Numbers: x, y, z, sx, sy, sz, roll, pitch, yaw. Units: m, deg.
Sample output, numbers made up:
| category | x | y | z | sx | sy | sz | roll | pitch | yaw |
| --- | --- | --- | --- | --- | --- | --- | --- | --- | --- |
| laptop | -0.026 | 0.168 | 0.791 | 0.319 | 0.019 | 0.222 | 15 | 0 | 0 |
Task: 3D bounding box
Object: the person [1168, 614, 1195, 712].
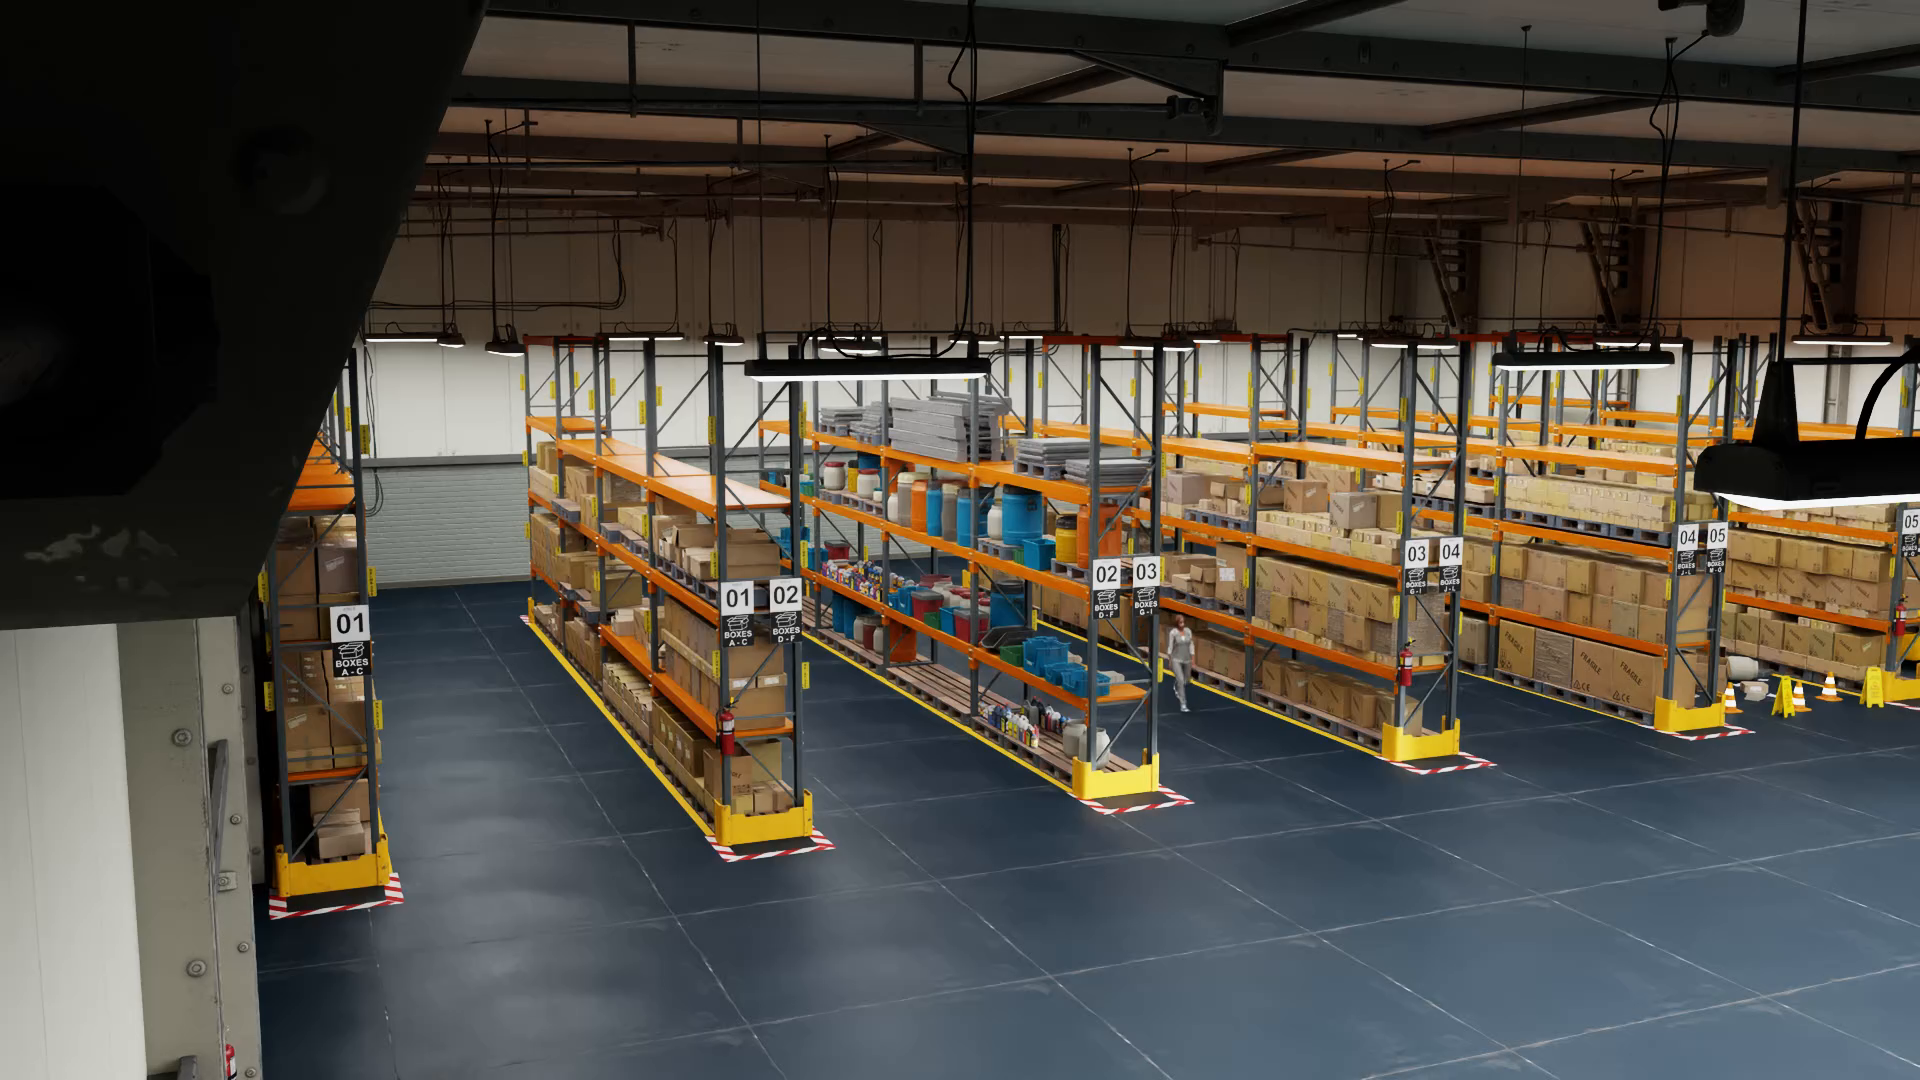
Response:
| category | x | y | z | sx | sy | sz | roll | pitch | yaw |
| --- | --- | --- | --- | --- | --- | --- | --- | --- | --- |
| person | 3.588 | 1.957 | 27.085 | 0.442 | 1.559 | 0.843 | -2 | 8 | -13 |
